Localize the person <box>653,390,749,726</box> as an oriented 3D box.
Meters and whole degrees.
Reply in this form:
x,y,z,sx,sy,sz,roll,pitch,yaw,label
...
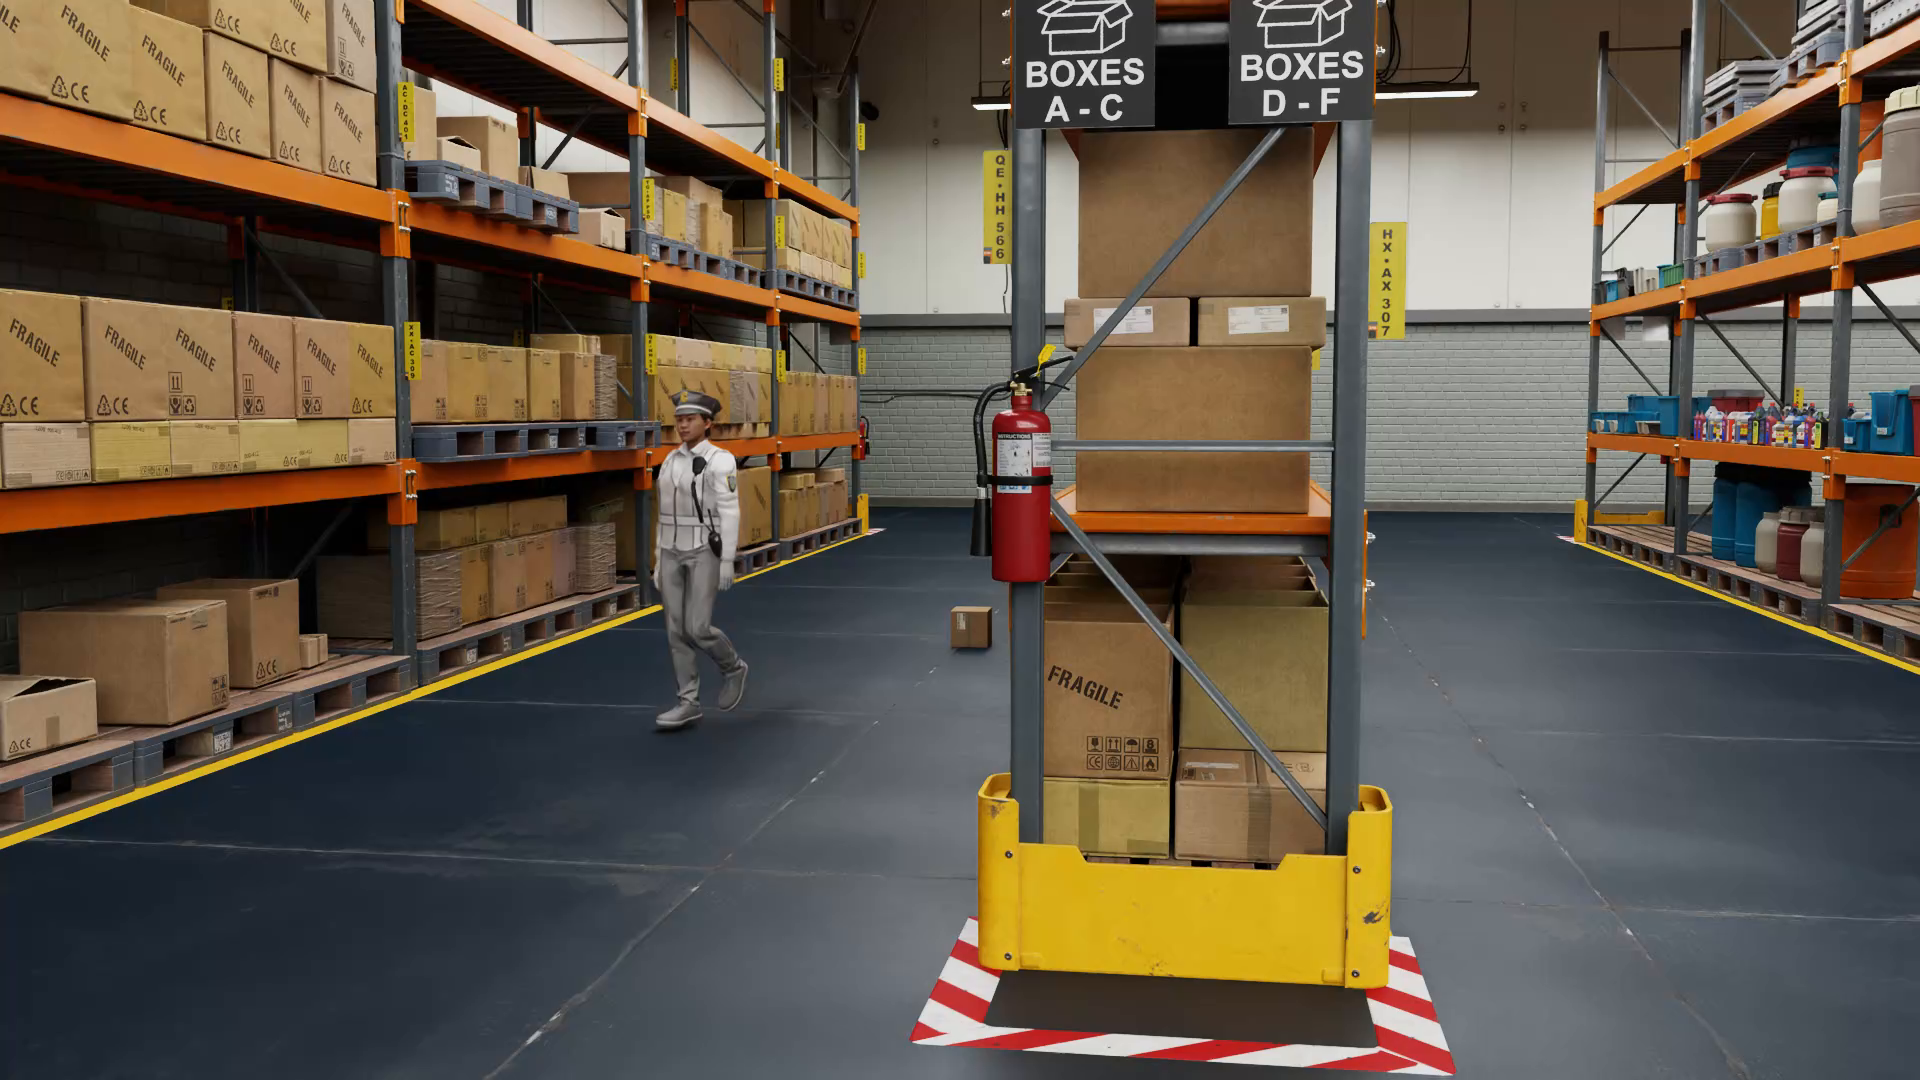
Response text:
x,y,z,sx,sy,sz,roll,pitch,yaw,label
-1.328,0.082,8.421,0.485,1.679,0.511,3,5,32,person
